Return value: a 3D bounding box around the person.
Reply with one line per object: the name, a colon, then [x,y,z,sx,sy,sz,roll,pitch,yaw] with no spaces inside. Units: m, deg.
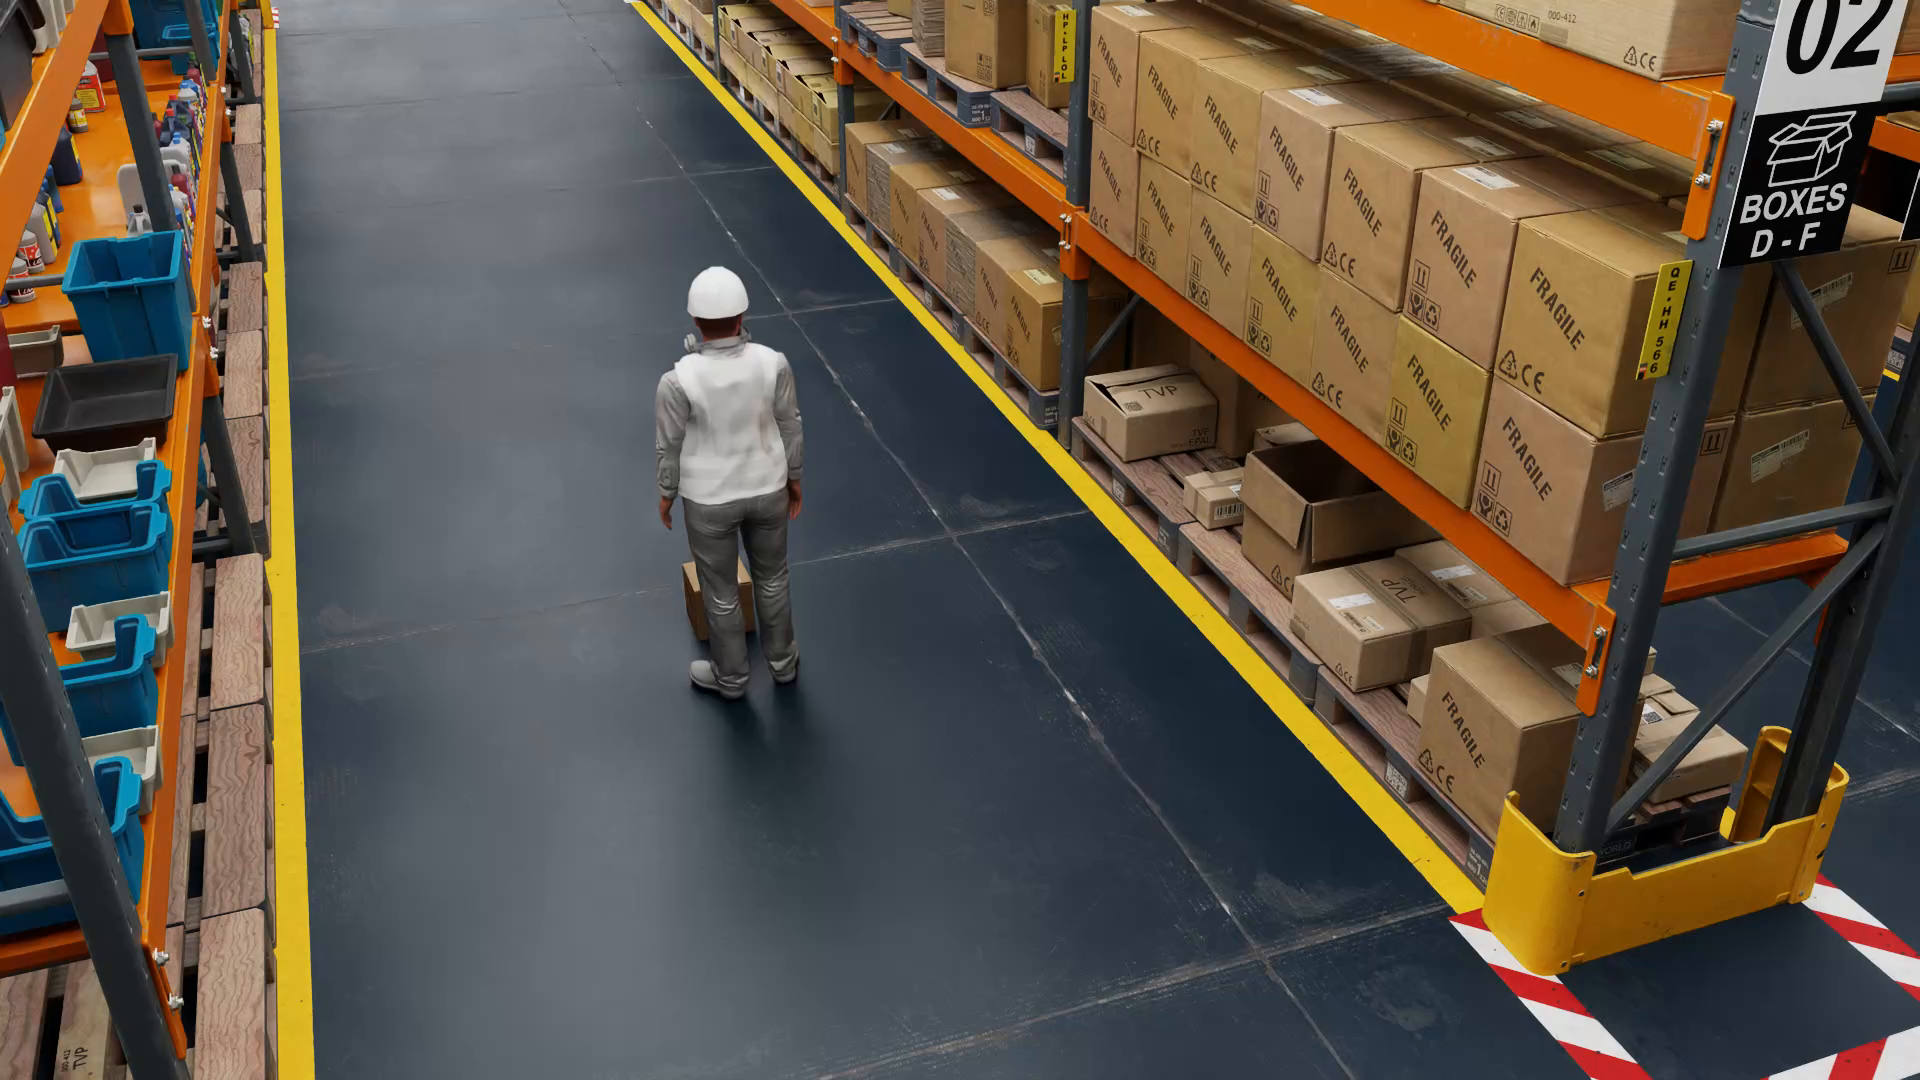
person: [-0.882,-0.202,6.419,0.557,1.776,0.358,-14,32,-23]
